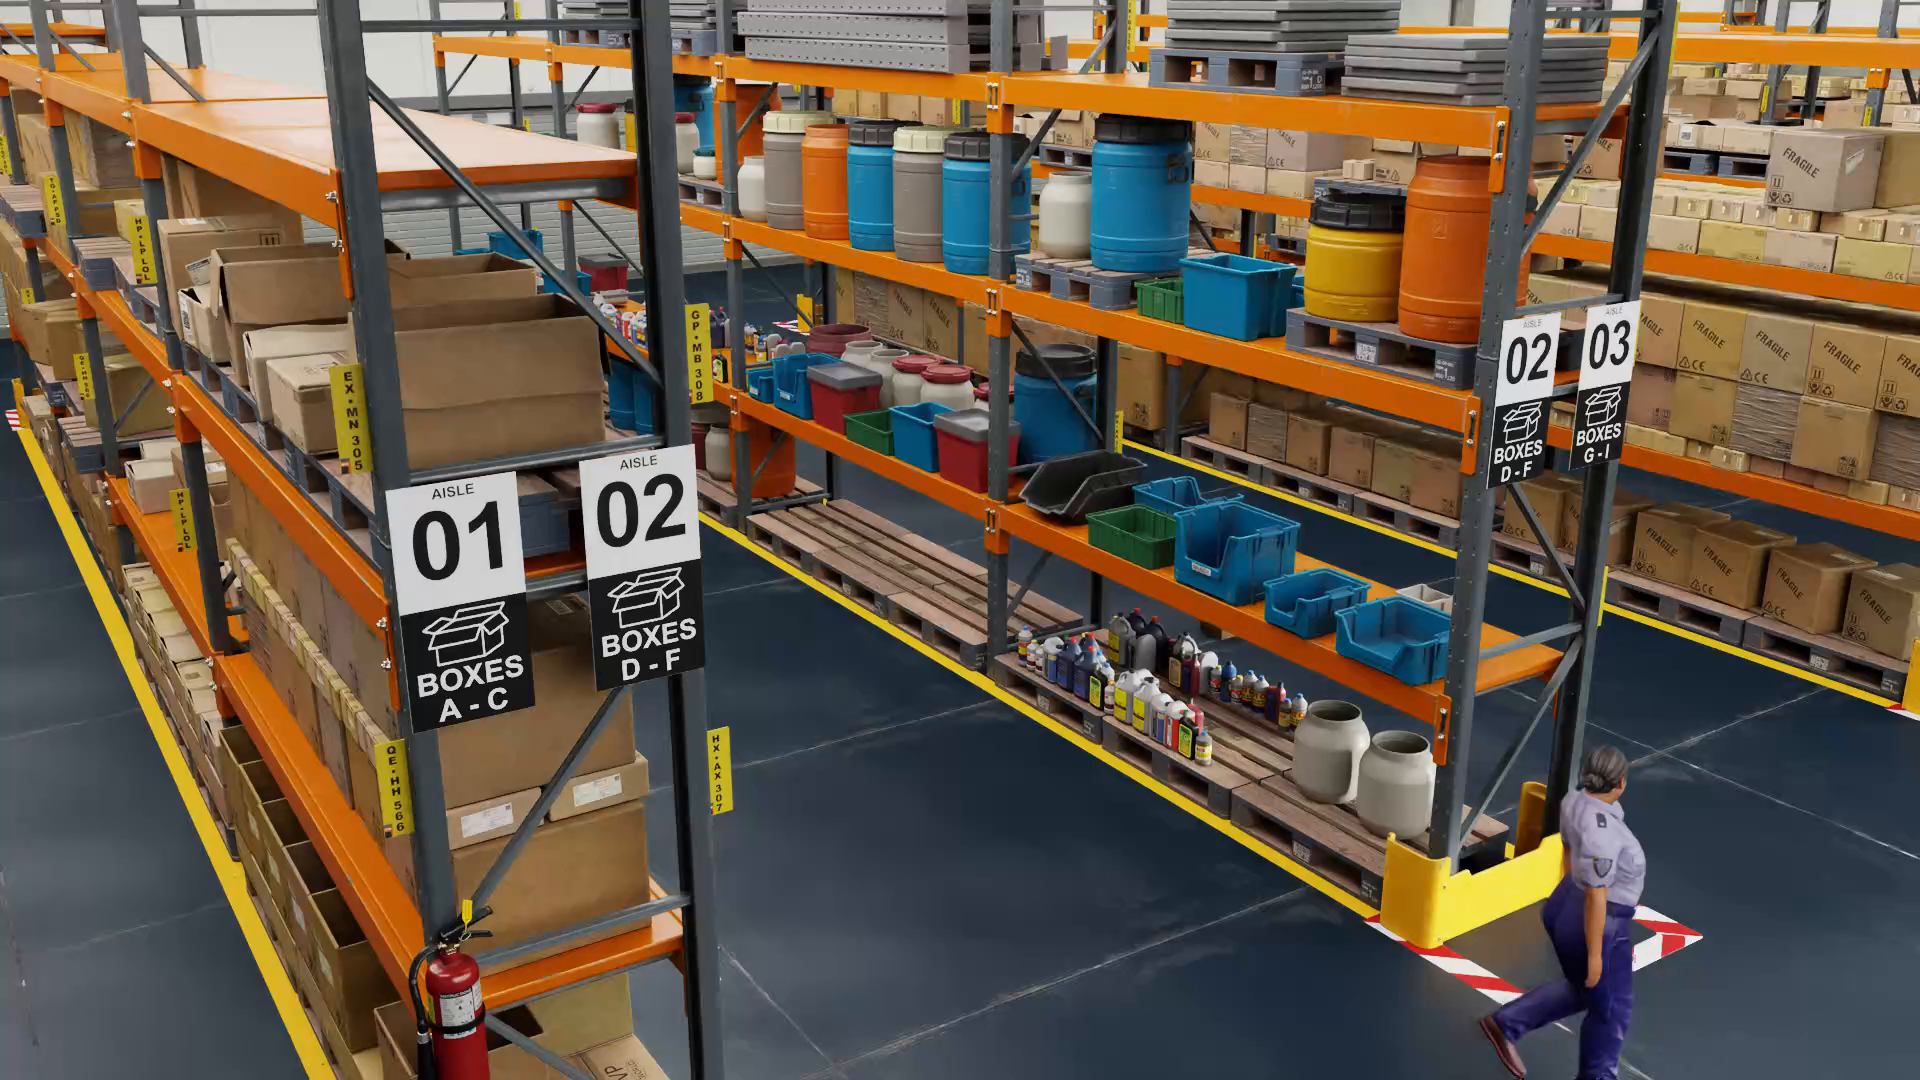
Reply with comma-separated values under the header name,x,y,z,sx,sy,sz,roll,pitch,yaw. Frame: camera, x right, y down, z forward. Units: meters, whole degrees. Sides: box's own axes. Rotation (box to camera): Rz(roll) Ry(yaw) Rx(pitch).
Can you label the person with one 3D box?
name,x,y,z,sx,sy,sz,roll,pitch,yaw
person,2.630,1.637,7.076,0.694,1.618,0.532,2,18,5
